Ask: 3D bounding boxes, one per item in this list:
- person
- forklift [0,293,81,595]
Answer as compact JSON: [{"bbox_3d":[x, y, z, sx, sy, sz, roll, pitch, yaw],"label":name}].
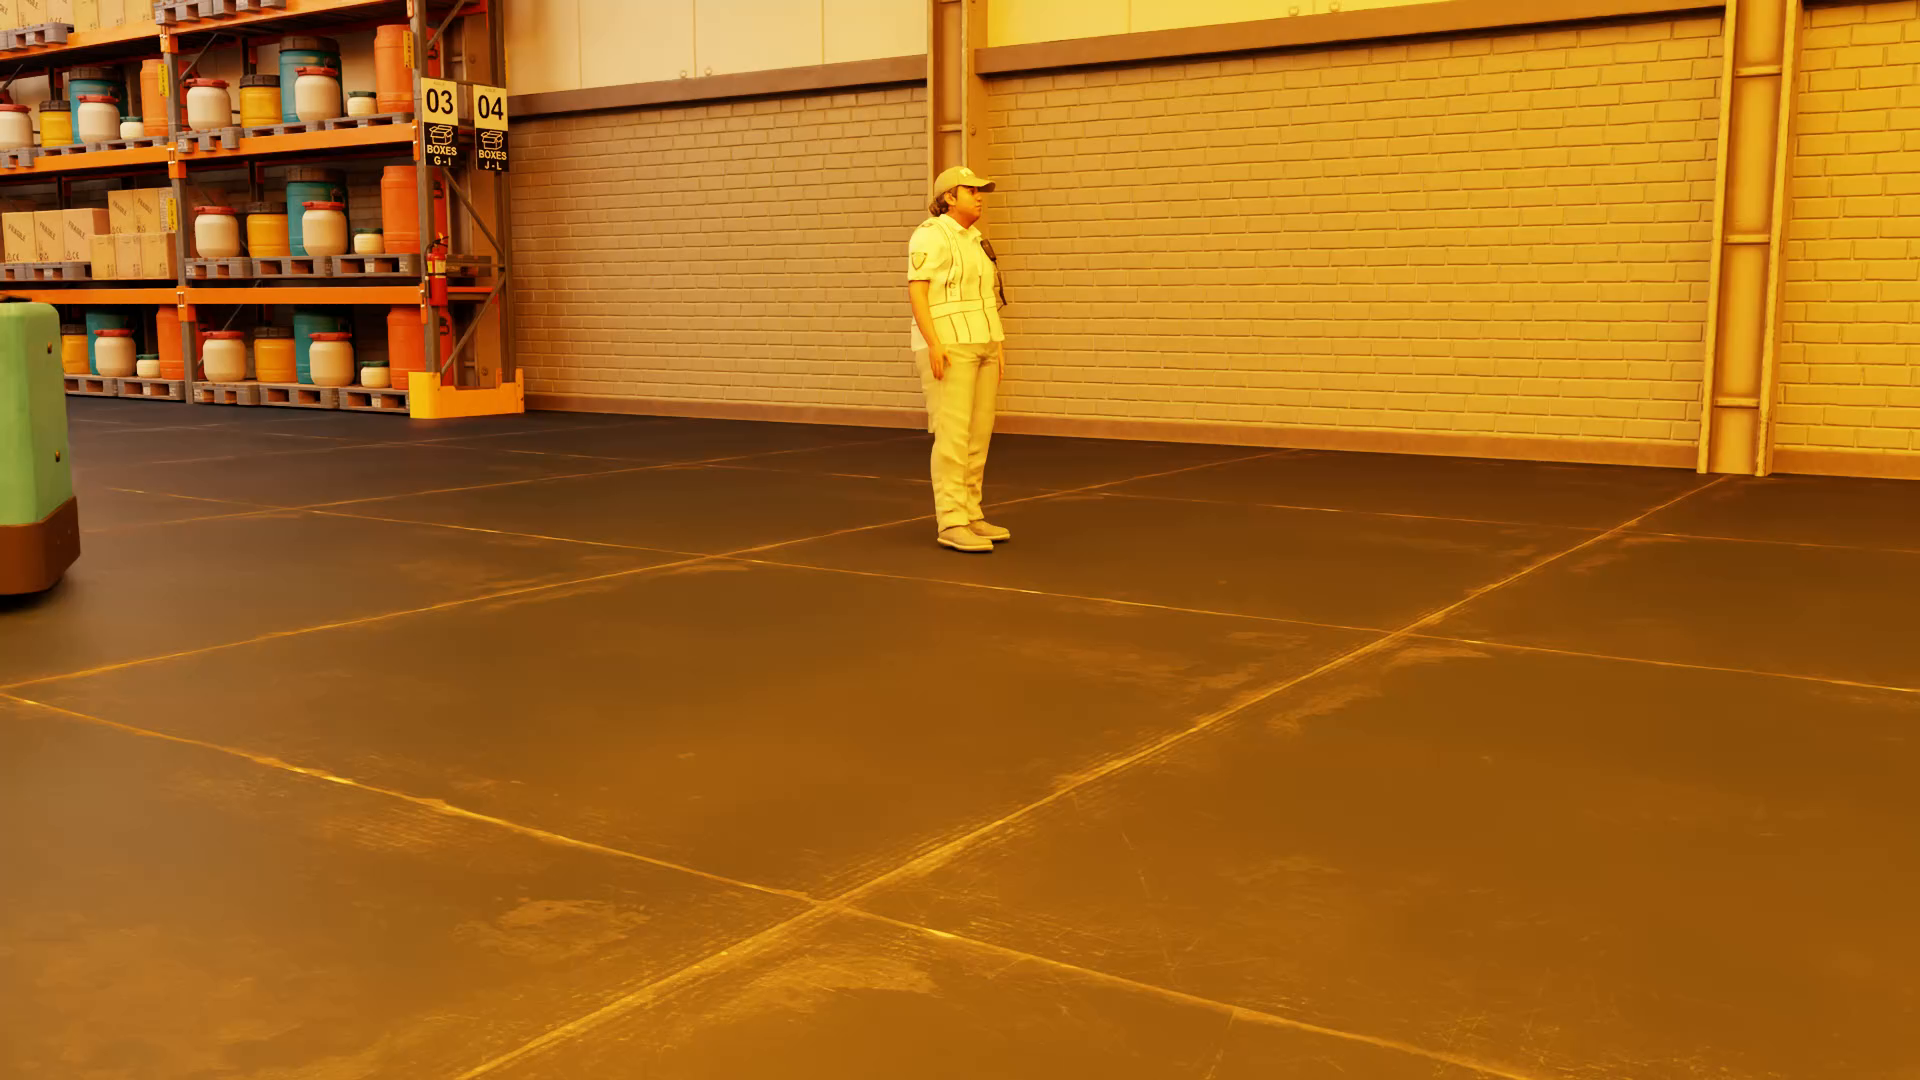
[{"bbox_3d":[0.051,-0.823,7.424,0.529,1.670,0.598,5,10,34],"label":"person"},{"bbox_3d":[-4.790,-1.188,5.545,3.031,2.935,1.130,-3,9,-21],"label":"forklift"}]
